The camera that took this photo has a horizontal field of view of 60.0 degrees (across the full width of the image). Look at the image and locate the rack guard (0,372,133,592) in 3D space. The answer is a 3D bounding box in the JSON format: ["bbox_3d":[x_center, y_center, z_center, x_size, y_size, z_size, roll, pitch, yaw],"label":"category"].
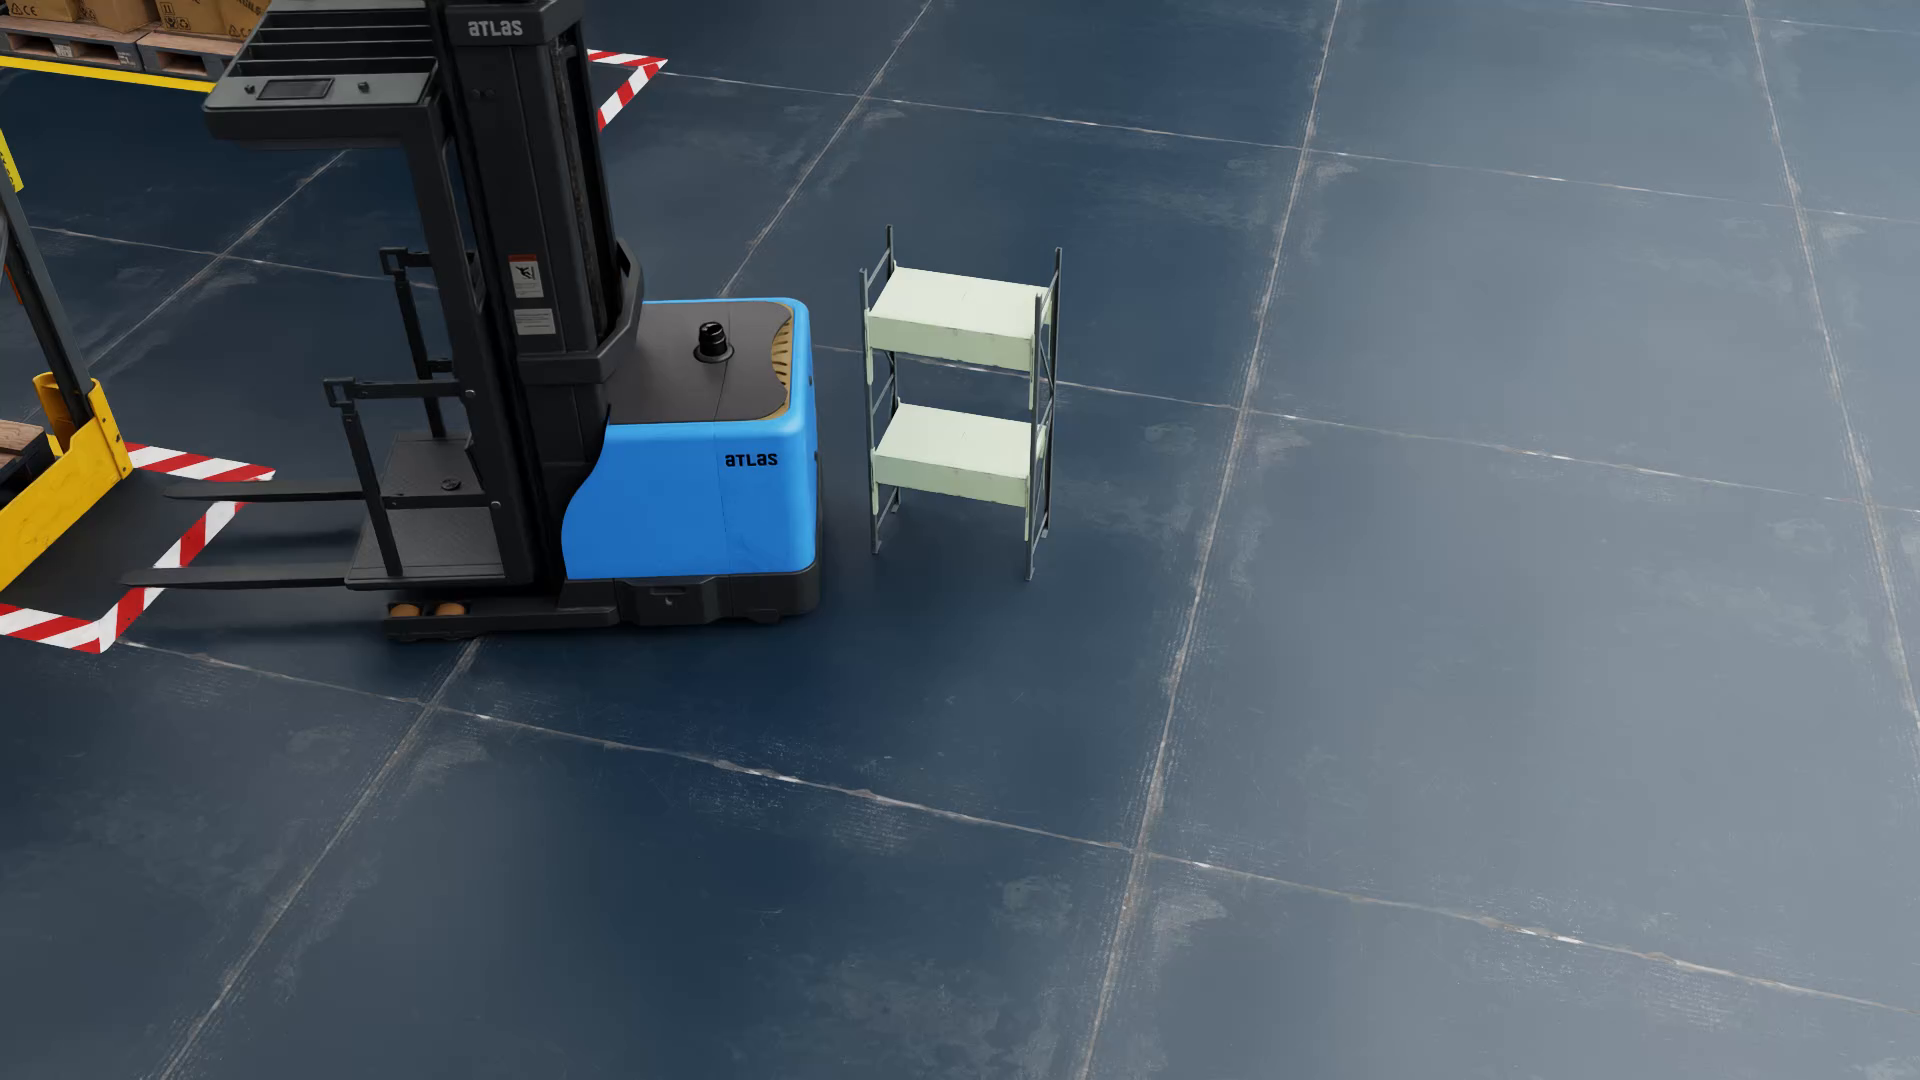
[{"bbox_3d":[-4.376,-0.230,7.659,0.348,0.500,1.175,10,41,11],"label":"rack guard"}]

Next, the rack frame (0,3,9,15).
[{"bbox_3d":[-6.874,-4.946,11.331,0.127,3.000,1.000,10,41,11],"label":"rack frame"}]

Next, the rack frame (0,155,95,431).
[{"bbox_3d":[-4.290,-1.203,6.875,0.127,3.000,1.000,10,41,11],"label":"rack frame"}]

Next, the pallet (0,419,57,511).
[{"bbox_3d":[-5.159,-0.257,7.917,1.213,0.211,1.003,10,41,11],"label":"pallet"}]

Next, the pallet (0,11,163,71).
[{"bbox_3d":[-6.216,-3.788,12.121,1.213,0.211,1.003,10,41,11],"label":"pallet"}]

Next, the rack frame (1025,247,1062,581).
[{"bbox_3d":[0.360,-0.512,7.218,0.023,1.500,0.400,10,41,11],"label":"rack frame"}]

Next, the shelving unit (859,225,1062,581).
[{"bbox_3d":[0.006,-0.573,7.291,0.755,1.500,0.431,10,41,11],"label":"shelving unit"}]

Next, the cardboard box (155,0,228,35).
[{"bbox_3d":[-5.322,-3.913,11.718,0.500,0.500,0.500,6,40,8],"label":"cardboard box"}]

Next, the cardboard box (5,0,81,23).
[{"bbox_3d":[-6.498,-4.058,11.891,0.500,0.500,0.500,9,41,10],"label":"cardboard box"}]

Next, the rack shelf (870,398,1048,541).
[{"bbox_3d":[0.006,-0.324,7.501,0.720,0.370,0.431,10,41,11],"label":"rack shelf"}]

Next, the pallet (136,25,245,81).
[{"bbox_3d":[-5.034,-3.586,11.881,1.213,0.211,1.003,10,41,11],"label":"pallet"}]

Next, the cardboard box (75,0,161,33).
[{"bbox_3d":[-5.942,-3.967,11.783,0.500,0.500,0.500,23,45,25],"label":"cardboard box"}]

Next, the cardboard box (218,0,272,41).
[{"bbox_3d":[-4.795,-3.792,11.575,0.500,0.500,0.500,13,42,15],"label":"cardboard box"}]

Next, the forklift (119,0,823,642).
[{"bbox_3d":[-2.151,-1.030,6.721,3.031,2.935,1.130,-2,40,-2],"label":"forklift"}]

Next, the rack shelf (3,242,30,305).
[{"bbox_3d":[-6.222,-1.260,7.502,4.000,0.370,1.077,10,41,11],"label":"rack shelf"}]

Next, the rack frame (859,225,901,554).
[{"bbox_3d":[-0.347,-0.634,7.363,0.023,1.500,0.400,10,41,11],"label":"rack frame"}]

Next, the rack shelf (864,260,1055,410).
[{"bbox_3d":[0.006,-0.872,7.040,0.720,0.370,0.431,10,41,11],"label":"rack shelf"}]

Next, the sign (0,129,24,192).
[{"bbox_3d":[-4.144,-1.651,7.192,0.005,0.325,0.100,10,41,11],"label":"sign"}]
